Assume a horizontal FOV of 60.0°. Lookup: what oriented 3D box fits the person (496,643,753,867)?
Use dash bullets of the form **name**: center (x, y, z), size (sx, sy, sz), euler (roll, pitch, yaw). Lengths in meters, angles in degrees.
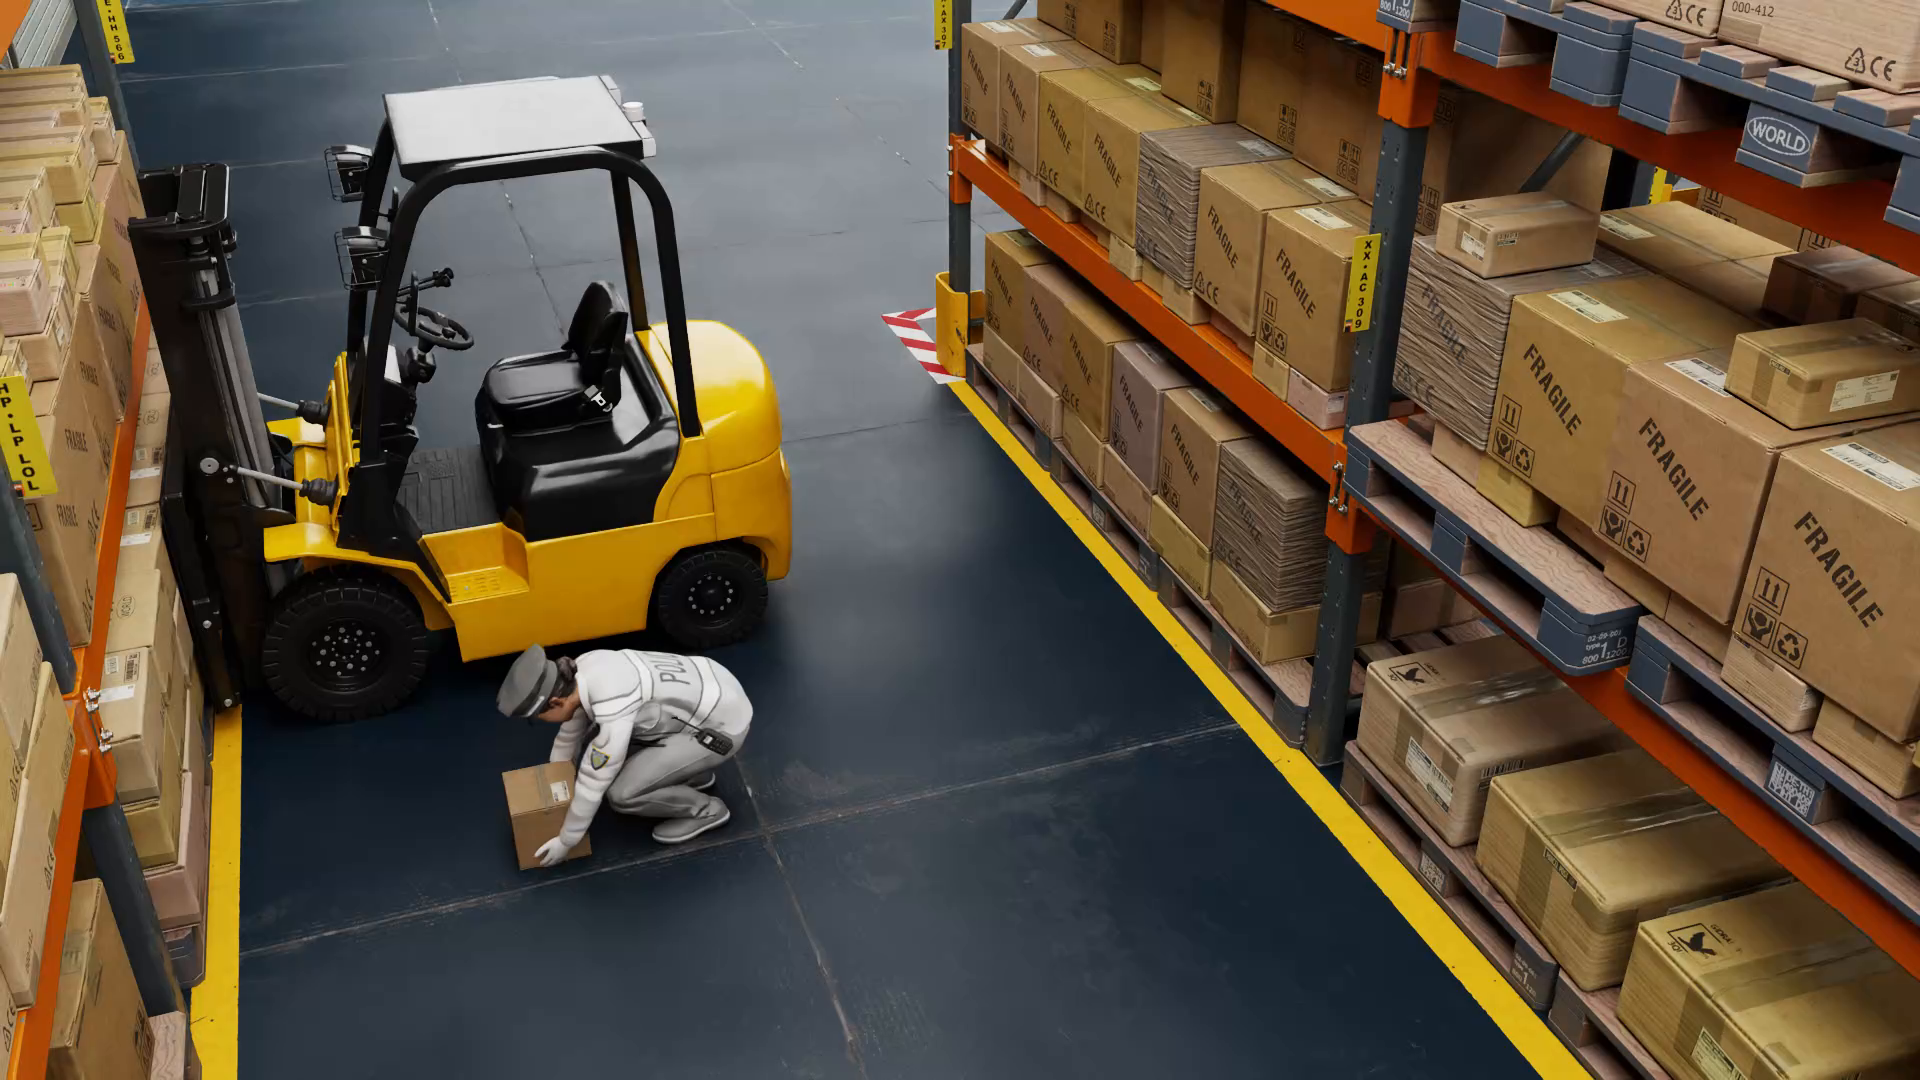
- **person**: center (-1.158, 0.670, 5.827), size (0.864, 0.848, 0.478), euler (-10, 32, -17)
